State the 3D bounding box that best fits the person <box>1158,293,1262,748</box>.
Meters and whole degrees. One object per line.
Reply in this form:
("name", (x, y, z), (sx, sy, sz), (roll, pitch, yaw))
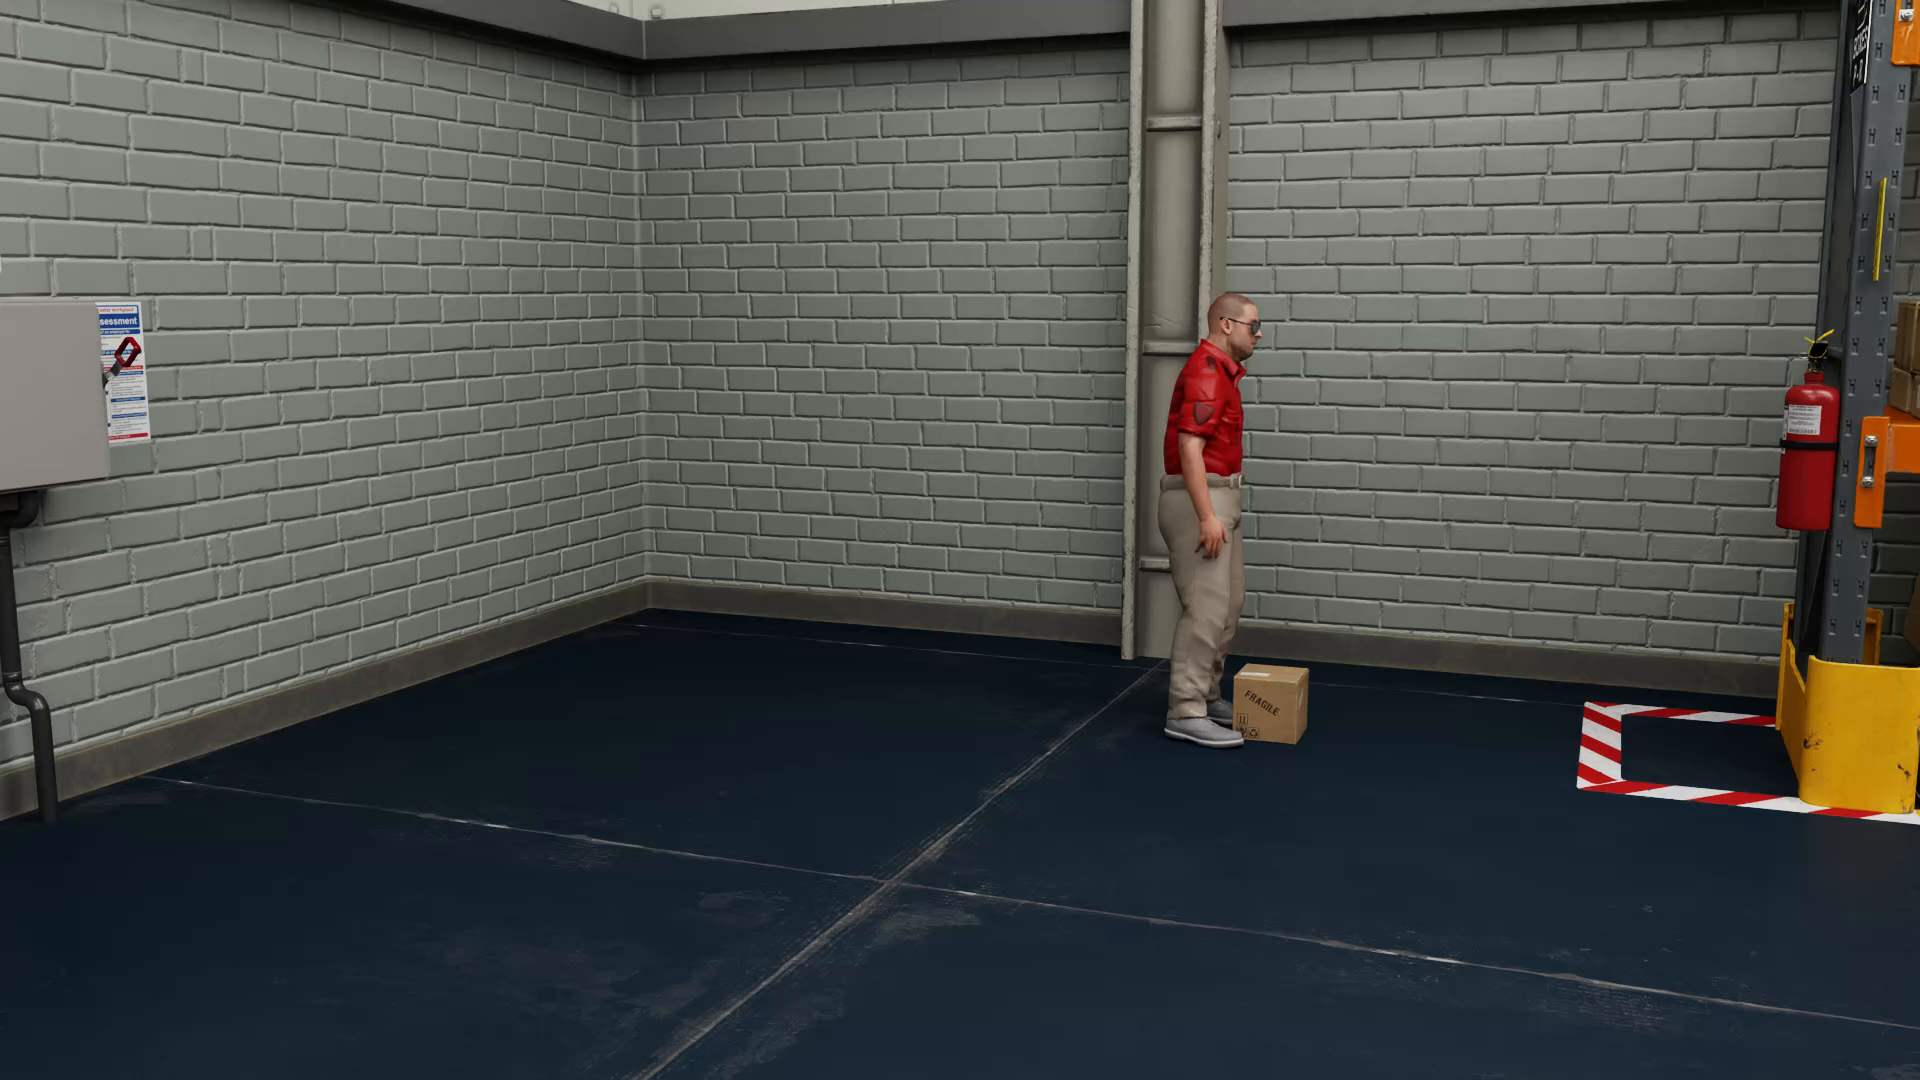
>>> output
("person", (0.990, -0.100, 6.551), (0.390, 1.727, 0.606), (3, 9, 18))
